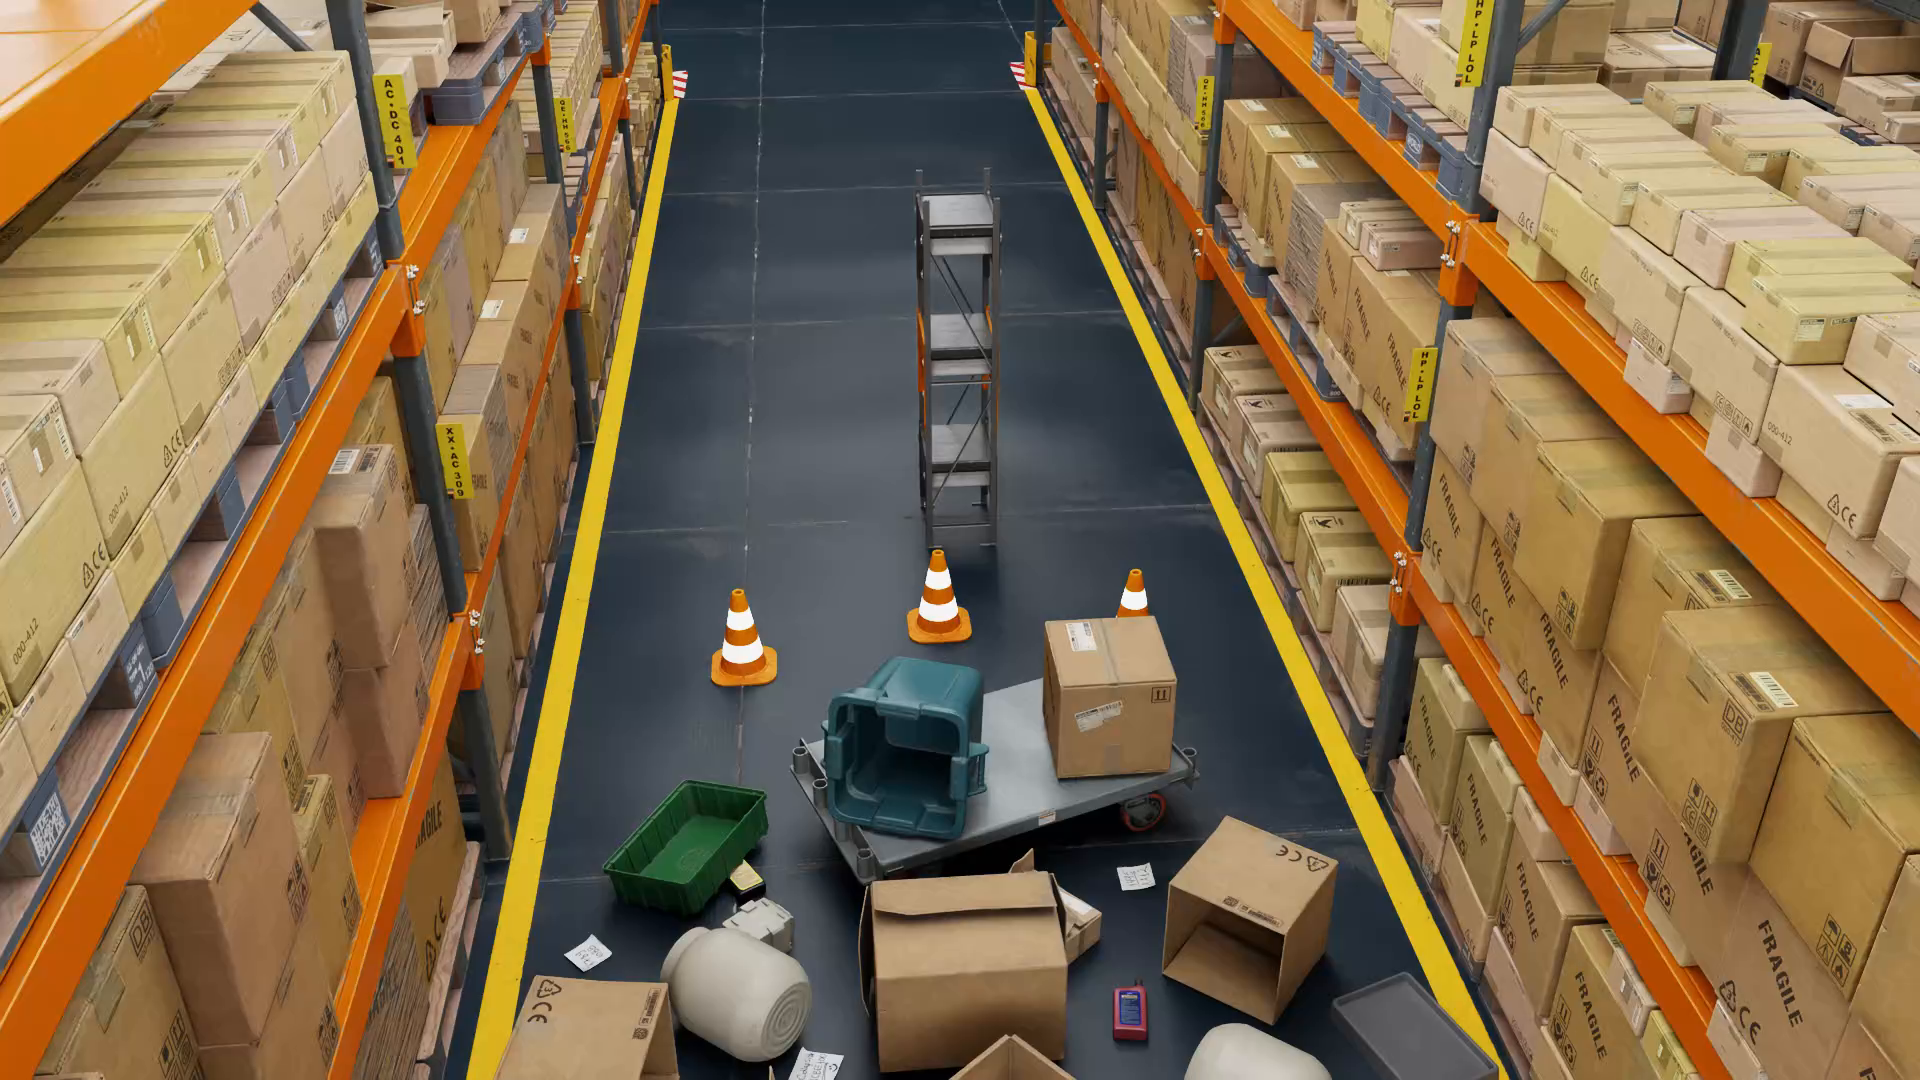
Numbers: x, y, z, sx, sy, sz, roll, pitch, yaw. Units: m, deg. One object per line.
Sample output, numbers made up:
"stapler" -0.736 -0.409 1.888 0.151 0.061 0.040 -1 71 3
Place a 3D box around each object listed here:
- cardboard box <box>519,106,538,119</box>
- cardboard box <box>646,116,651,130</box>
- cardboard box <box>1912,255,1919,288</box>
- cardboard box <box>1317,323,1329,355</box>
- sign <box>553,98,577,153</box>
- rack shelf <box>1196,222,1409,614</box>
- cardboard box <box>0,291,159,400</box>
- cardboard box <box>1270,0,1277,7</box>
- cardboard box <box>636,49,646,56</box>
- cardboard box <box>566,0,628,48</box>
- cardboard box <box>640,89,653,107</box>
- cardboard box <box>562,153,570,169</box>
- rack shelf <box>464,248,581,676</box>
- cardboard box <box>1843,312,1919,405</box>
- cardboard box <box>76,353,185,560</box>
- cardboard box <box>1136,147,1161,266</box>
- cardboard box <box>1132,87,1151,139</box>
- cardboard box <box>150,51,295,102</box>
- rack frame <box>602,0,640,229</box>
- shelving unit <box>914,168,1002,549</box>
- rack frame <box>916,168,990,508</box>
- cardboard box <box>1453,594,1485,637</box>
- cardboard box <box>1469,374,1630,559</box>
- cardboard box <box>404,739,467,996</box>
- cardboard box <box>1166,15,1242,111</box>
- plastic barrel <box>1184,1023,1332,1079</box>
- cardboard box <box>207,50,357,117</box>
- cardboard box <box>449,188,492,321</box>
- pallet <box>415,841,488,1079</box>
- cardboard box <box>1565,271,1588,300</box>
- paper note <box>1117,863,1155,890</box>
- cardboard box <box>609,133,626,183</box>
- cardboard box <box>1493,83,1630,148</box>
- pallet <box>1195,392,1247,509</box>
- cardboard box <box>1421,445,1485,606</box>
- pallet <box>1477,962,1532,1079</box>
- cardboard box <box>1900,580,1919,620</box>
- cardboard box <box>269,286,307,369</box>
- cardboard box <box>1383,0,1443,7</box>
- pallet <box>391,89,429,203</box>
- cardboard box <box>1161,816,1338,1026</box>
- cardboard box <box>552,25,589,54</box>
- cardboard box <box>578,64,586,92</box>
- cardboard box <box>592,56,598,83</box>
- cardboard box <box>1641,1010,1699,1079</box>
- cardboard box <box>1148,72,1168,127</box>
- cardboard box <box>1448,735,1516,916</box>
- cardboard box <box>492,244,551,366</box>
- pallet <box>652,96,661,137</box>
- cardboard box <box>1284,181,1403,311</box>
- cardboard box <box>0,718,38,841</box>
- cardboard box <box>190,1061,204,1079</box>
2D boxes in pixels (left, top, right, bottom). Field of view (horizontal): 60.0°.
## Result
"cardboard box" -2.751 -2.622 10.471 0.380 0.149 0.250 -4 31 -6
"cardboard box" -3.172 -4.035 15.952 0.380 0.149 0.250 -2 31 -4
"cardboard box" 2.907 -0.742 4.610 0.380 0.149 0.250 -2 31 -4
"cardboard box" 2.016 -1.002 8.338 0.380 0.149 0.250 -3 31 -5
"sign" -2.320 -2.437 9.777 0.100 0.325 0.005 -3 31 -5
"rack shelf" 2.233 -0.871 8.985 1.077 0.370 4.000 -3 31 -5
"cardboard box" -1.957 -0.408 3.543 0.380 0.149 0.250 -3 31 -5
"cardboard box" 1.930 -3.132 9.274 0.396 0.266 0.258 -3 31 -5
"cardboard box" -3.352 -4.819 16.684 0.380 0.149 0.250 -2 31 -4
"cardboard box" -3.042 -4.390 13.787 0.500 0.500 0.500 -3 31 -5
"cardboard box" -3.175 -4.296 16.098 0.380 0.149 0.250 -2 31 -4
"cardboard box" -2.764 -2.497 10.842 0.380 0.149 0.250 -1 31 -2
"rack shelf" -2.686 -0.582 8.501 1.077 0.370 4.000 -3 31 -5
"cardboard box" 2.454 -0.452 4.124 0.380 0.149 0.250 -4 31 -6
"cardboard box" -2.011 -0.177 3.546 0.500 0.250 0.500 -3 31 -5
"cardboard box" 1.902 -2.738 13.071 0.875 0.875 0.875 -2 31 -3
"cardboard box" 1.570 -3.159 12.260 0.500 0.250 0.500 -3 31 -5
"cardboard box" -2.724 -1.669 6.334 0.500 0.250 0.500 -2 31 -4
"rack frame" -3.246 -3.954 13.445 1.000 3.000 0.127 -3 31 -5
"shelving unit" -0.015 -0.986 9.354 0.431 2.100 0.503 -3 31 -5
"rack frame" -0.038 -1.111 9.562 0.400 2.100 0.015 -3 31 -5
"cardboard box" 2.205 0.252 6.648 0.380 0.149 0.250 -2 31 -3
"cardboard box" 2.271 -0.262 5.901 0.700 0.500 0.500 -3 31 -4
"cardboard box" -2.510 1.187 6.501 0.875 0.875 0.875 -2 31 -4
"cardboard box" 1.681 -3.186 11.087 0.500 0.500 0.500 -2 31 -4
"plastic barrel" 1.093 2.008 5.976 0.512 0.421 0.421 20 36 29
"cardboard box" -2.147 -1.444 5.278 0.380 0.149 0.250 -3 31 -5
"cardboard box" -2.694 -1.374 8.052 0.700 0.500 0.500 -3 31 -5
"pallet" -2.506 1.719 6.666 1.003 0.211 1.213 -3 31 -5
"cardboard box" 2.307 -0.910 5.669 0.380 0.149 0.250 -3 31 -5
"paper note" 0.771 1.468 7.262 0.148 0.019 0.142 -3 31 -5
"cardboard box" -2.925 -3.015 13.170 0.500 0.250 0.500 -4 31 -6
"cardboard box" 2.125 -1.504 5.886 0.380 0.149 0.250 -3 31 -5
"pallet" 2.118 -0.605 10.557 1.003 0.211 1.213 -3 31 -5
"cardboard box" 2.184 -0.091 6.590 0.500 0.500 0.500 -3 31 -5
"pallet" 2.635 2.004 6.189 1.003 0.211 1.213 -3 31 -5
"cardboard box" 2.478 0.140 3.911 0.380 0.149 0.250 -3 31 -4
"cardboard box" -2.051 -0.584 4.616 0.380 0.149 0.250 -2 31 -4
"cardboard box" 2.122 -2.587 7.480 0.500 0.250 0.500 -2 31 -4
"pallet" -2.634 -1.541 6.667 0.805 0.209 1.217 -4 31 -7
"cardboard box" 1.165 1.526 6.706 0.500 0.500 0.500 20 36 29
"cardboard box" -2.942 -3.683 12.247 0.380 0.149 0.250 -3 31 -5
"cardboard box" -2.886 -3.288 11.875 0.380 0.149 0.250 -3 31 -4
"cardboard box" -2.966 -3.573 12.643 0.380 0.149 0.250 -3 31 -5
"cardboard box" 2.338 1.574 5.098 0.380 0.149 0.250 -2 31 -4
"cardboard box" 1.628 -3.108 11.688 0.500 0.250 0.500 -4 31 -6
"cardboard box" 2.268 1.107 6.513 0.500 0.500 0.500 -2 31 -3
"cardboard box" -2.471 -1.228 8.783 0.500 0.500 0.500 -3 31 -5
"pallet" -3.572 -4.344 16.817 1.003 0.211 1.213 -3 31 -5
"cardboard box" 2.009 -1.519 8.571 0.500 0.500 0.500 -4 31 -6
"cardboard box" -1.863 0.449 2.887 0.380 0.149 0.250 -2 31 -4
"cardboard box" -2.278 1.641 3.932 0.875 0.550 0.550 -3 31 -5
